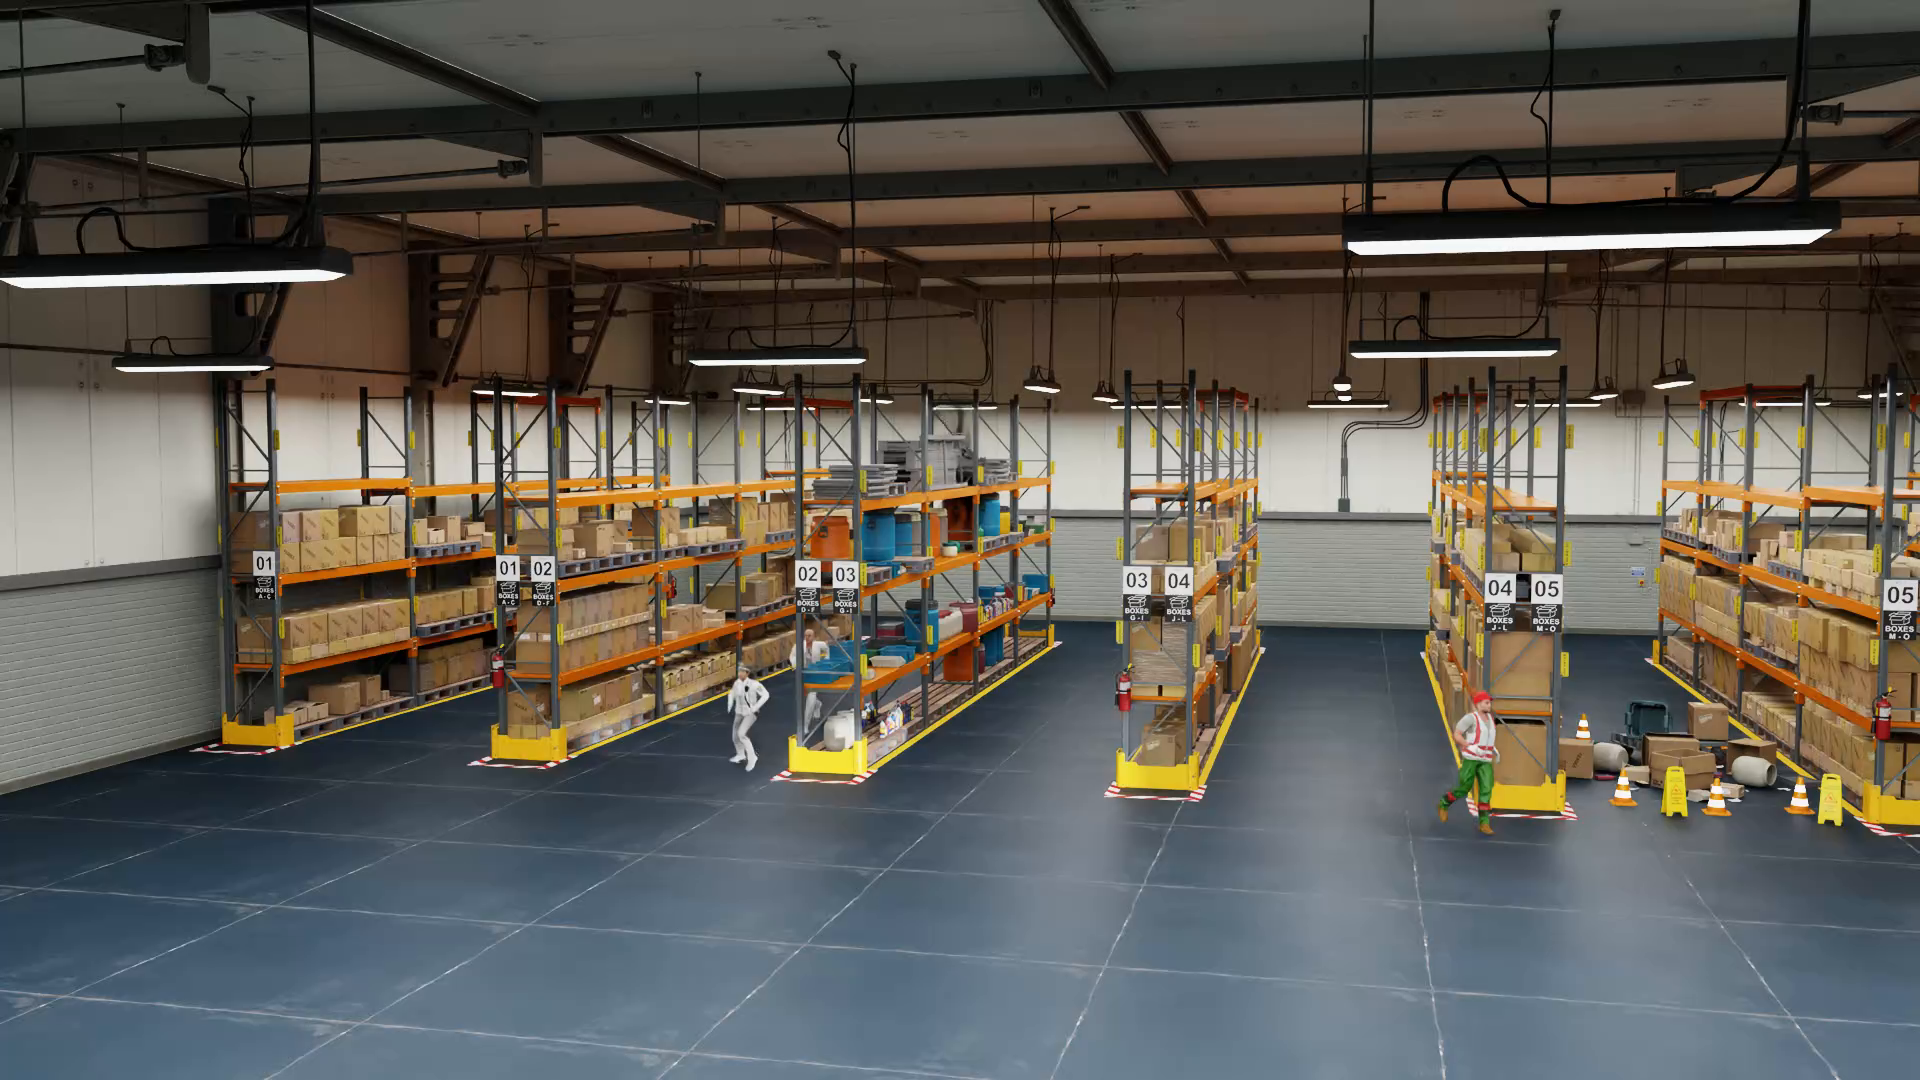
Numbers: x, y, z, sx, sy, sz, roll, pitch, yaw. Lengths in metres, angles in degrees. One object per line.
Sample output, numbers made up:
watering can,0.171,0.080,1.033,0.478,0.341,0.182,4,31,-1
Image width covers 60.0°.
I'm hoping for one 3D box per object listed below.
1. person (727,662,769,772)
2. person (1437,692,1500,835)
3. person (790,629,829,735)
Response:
person,-3.301,2.669,25.417,0.746,1.643,0.676,2,4,30
person,6.671,2.824,21.352,0.717,1.748,0.985,-1,4,-22
person,-2.580,2.402,28.827,0.712,1.778,1.188,1,3,11
